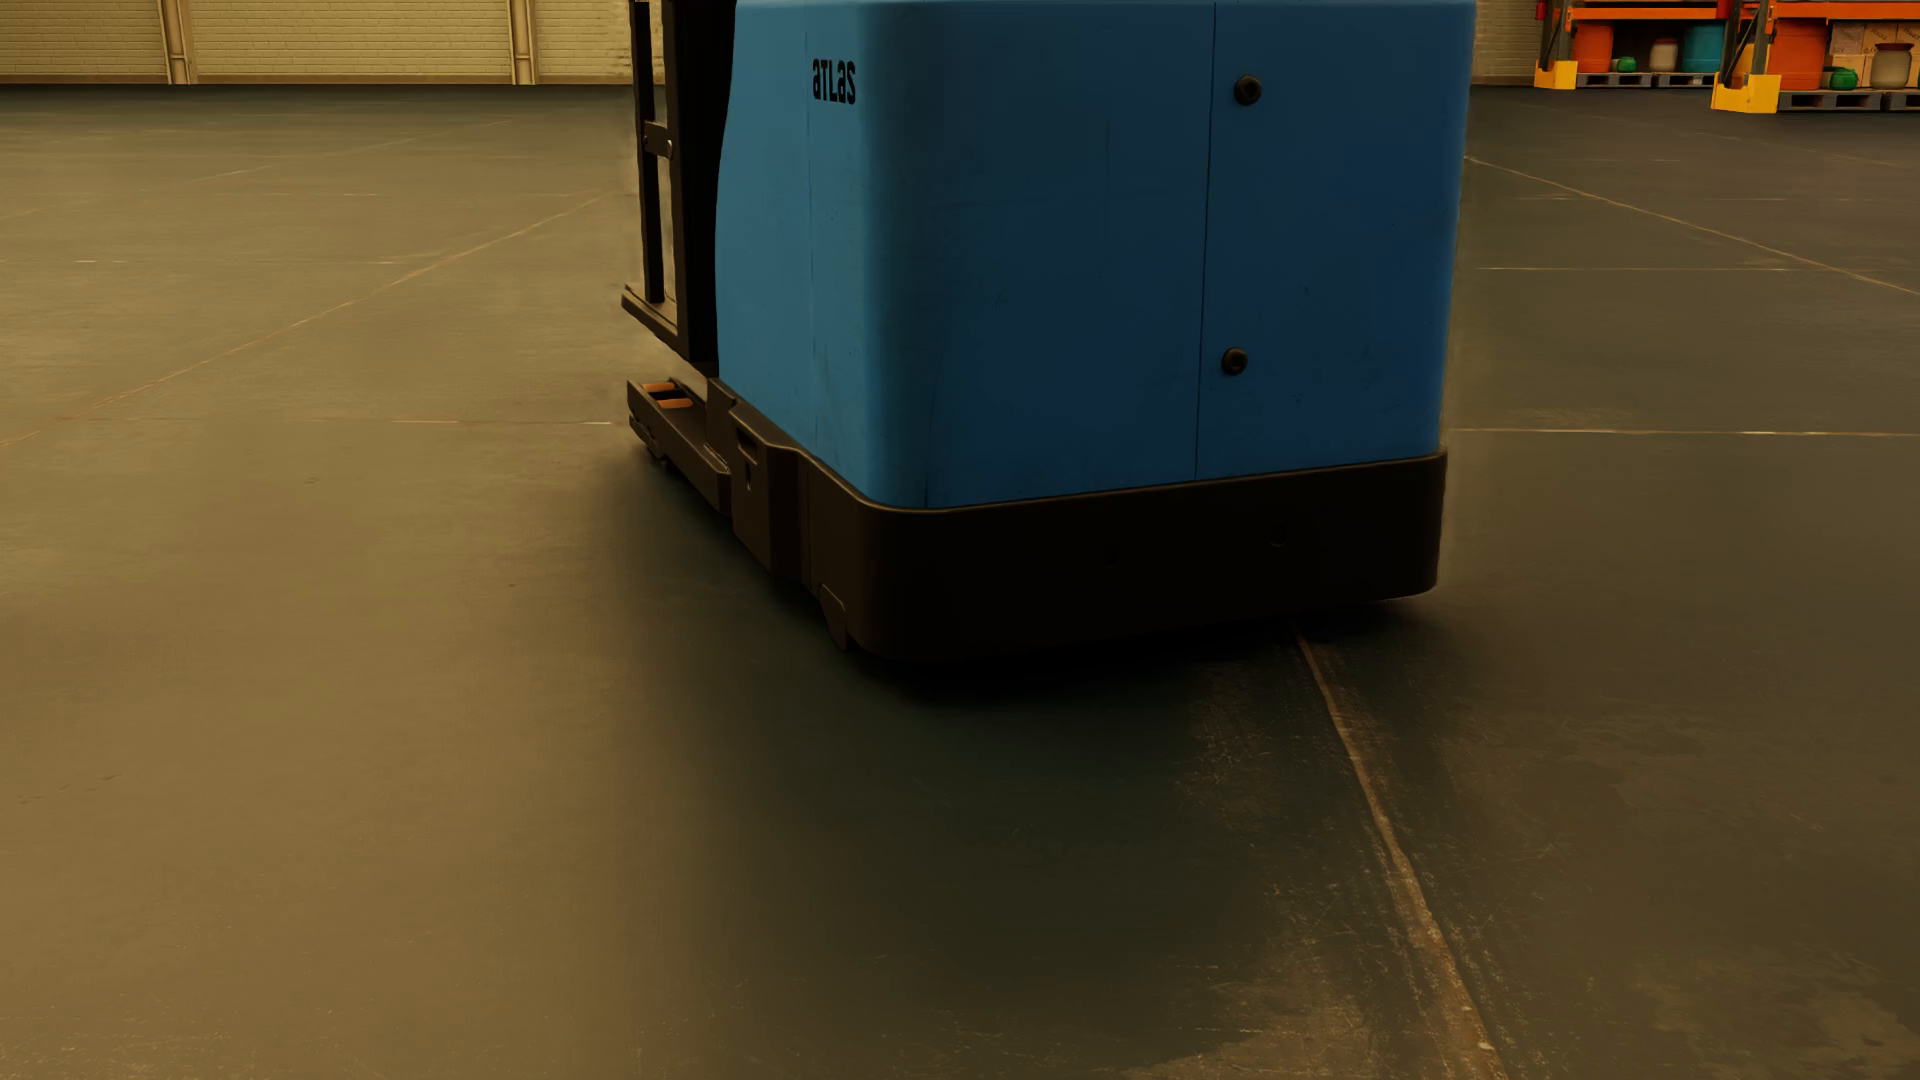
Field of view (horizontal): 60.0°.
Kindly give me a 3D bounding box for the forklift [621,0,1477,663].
[{"bbox_3d":[-0.176,-1.609,3.611,1.130,2.935,3.031,-7,18,-20],"label":"forklift"}]
